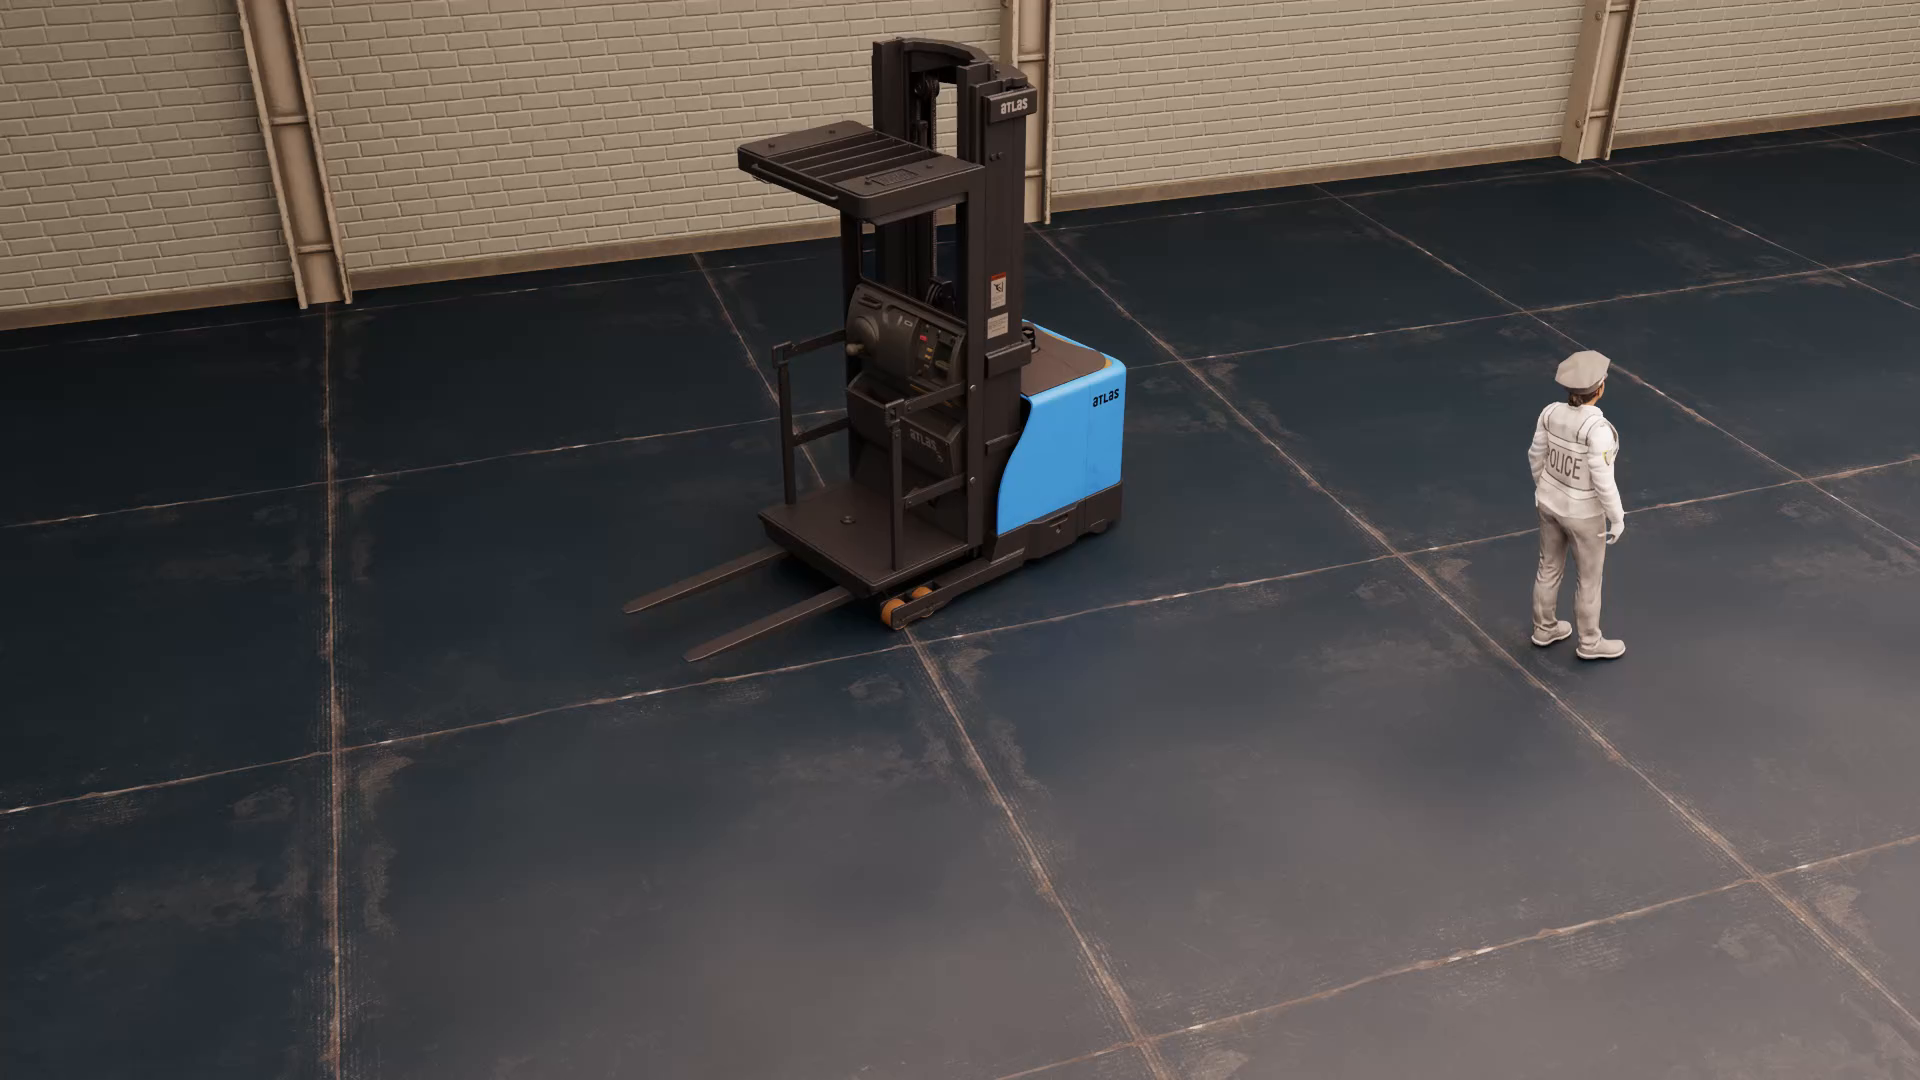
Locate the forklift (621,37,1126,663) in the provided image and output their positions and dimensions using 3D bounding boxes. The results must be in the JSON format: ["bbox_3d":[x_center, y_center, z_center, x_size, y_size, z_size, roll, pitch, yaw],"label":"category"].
[{"bbox_3d":[-0.461,-1.072,8.951,3.031,2.935,1.130,-23,37,-34],"label":"forklift"}]

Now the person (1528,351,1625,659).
[{"bbox_3d":[3.230,-0.189,8.640,0.533,1.696,0.588,-15,33,-24],"label":"person"}]
